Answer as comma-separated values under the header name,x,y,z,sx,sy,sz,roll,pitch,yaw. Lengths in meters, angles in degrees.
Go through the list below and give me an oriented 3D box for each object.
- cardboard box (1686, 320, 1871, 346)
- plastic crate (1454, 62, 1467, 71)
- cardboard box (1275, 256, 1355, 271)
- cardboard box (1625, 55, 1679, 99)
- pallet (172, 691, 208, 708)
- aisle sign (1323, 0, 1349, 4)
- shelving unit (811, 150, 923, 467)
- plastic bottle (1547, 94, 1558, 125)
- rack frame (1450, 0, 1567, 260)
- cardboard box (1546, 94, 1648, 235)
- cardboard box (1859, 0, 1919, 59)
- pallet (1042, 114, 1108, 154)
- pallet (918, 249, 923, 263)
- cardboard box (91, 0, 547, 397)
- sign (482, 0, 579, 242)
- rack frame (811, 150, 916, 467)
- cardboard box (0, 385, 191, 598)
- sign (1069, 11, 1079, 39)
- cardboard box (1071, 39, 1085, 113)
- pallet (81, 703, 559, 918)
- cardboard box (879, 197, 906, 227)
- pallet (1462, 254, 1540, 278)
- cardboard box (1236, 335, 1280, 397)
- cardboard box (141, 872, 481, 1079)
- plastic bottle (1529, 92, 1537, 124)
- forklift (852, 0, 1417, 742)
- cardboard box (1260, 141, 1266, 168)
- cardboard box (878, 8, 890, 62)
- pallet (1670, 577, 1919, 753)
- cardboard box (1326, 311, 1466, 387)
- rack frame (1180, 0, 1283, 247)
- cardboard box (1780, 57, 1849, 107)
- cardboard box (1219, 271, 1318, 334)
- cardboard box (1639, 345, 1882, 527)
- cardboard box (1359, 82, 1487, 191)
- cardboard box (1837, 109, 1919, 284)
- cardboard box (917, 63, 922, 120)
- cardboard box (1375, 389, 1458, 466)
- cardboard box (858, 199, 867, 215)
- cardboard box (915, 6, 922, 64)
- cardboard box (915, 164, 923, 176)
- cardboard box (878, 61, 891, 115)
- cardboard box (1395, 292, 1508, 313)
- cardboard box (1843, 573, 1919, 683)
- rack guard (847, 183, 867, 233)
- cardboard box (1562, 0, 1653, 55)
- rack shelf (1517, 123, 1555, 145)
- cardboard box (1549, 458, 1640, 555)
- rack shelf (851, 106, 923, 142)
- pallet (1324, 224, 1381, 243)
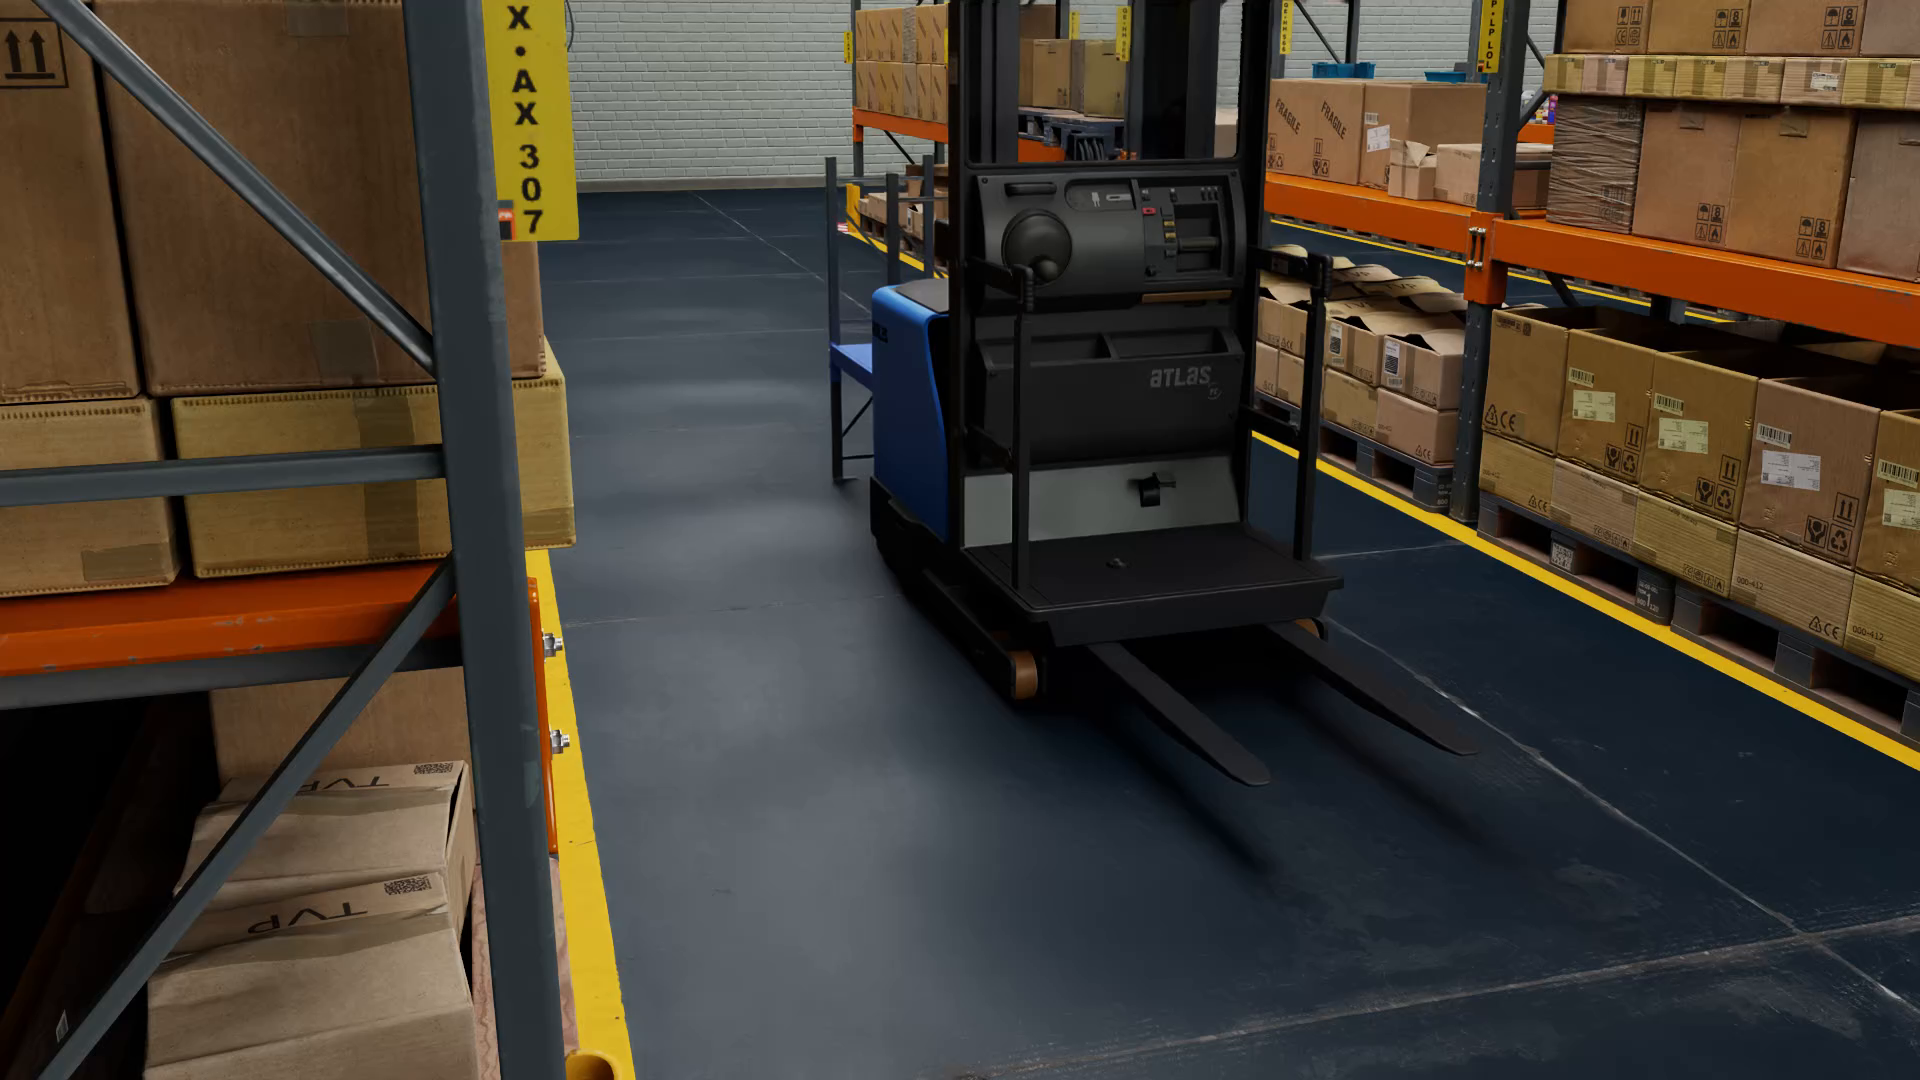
name,x,y,z,sx,sy,sz,roll,pitch,yaw
cardboard box,3.098,-0.549,6.313,0.500,0.500,0.500,-5,17,-15
plastic crate,5.195,-4.486,16.456,0.402,0.464,0.583,-5,17,-15
cardboard box,2.064,-1.547,9.962,0.500,0.311,0.500,-5,17,-16
cardboard box,2.663,-1.684,6.044,0.380,0.149,0.250,-5,17,-17
pallet,-1.910,0.355,5.403,1.003,0.211,1.213,-5,17,-15
aisle sign,4.362,-6.554,19.039,0.394,0.787,0.004,-5,17,-15
shelving unit,-0.297,-0.966,7.560,0.538,1.500,1.048,-5,18,-17
plastic bottle,5.134,-3.723,14.335,0.061,0.283,0.133,-5,17,-15
rack frame,5.199,-4.160,15.586,1.000,3.000,0.127,-5,17,-15
cardboard box,2.762,-1.482,6.497,0.700,0.500,0.500,-5,17,-17
cardboard box,3.176,-1.687,4.924,0.700,0.500,0.500,-5,17,-15
pallet,1.281,-2.753,11.235,1.213,0.211,1.003,-5,17,-15
pallet,0.247,-2.624,15.319,1.003,0.211,1.213,-5,17,-15
cardboard box,-0.871,-0.510,2.358,0.500,0.500,0.500,-5,17,-15
sign,-0.507,-0.515,1.946,0.100,0.325,0.005,-5,17,-15
rack frame,-0.454,-1.105,8.023,0.500,1.500,0.032,-5,18,-17
cardboard box,-1.344,-0.109,2.326,0.500,0.250,0.500,-4,17,-14
sign,0.968,-4.368,14.268,0.100,0.325,0.005,-5,17,-15
cardboard box,1.185,-3.345,11.970,0.700,0.500,0.500,-1,17,-5
pallet,-1.571,0.693,4.278,1.003,0.211,1.213,-5,17,-15
cardboard box,-0.512,-3.320,16.805,0.500,0.250,0.500,-5,17,-15
pallet,5.371,-2.607,15.265,1.003,0.211,1.213,-5,17,-15
cardboard box,1.824,-0.955,8.966,0.500,0.250,0.500,-4,17,-14
cardboard box,-1.132,0.821,2.912,0.500,0.311,0.500,-7,18,-22
plastic bottle,5.066,-3.804,14.627,0.097,0.271,0.097,0,17,0
forklift,0.484,-1.103,5.529,1.130,2.935,3.031,-5,18,-17
cardboard box,1.939,-2.194,9.479,0.380,0.149,0.250,-3,17,-11
cardboard box,-0.512,-4.976,16.391,0.500,0.500,0.500,-4,17,-14
pallet,3.151,0.341,5.451,1.003,0.211,1.213,-5,17,-15
cardboard box,2.098,-0.942,7.948,0.500,0.311,0.500,-4,17,-14
rack frame,1.535,-2.663,10.602,1.000,3.000,0.127,-5,17,-15
cardboard box,2.880,-1.469,5.327,0.380,0.149,0.250,-5,17,-17
cardboard box,1.687,-1.361,9.345,0.500,0.311,0.500,-5,17,-17
cardboard box,2.735,-0.370,5.716,0.500,0.500,0.500,-5,17,-15
cardboard box,2.294,-1.964,8.101,0.500,0.500,0.500,-3,17,-11
cardboard box,3.189,-1.056,5.079,0.700,0.500,0.500,-4,17,-14
cardboard box,-0.092,-4.077,15.138,0.500,0.500,0.500,-4,17,-14
cardboard box,2.241,-0.532,7.559,0.500,0.250,0.500,-5,17,-16
cardboard box,-0.879,-3.578,17.840,0.380,0.149,0.250,-5,17,-15
cardboard box,-0.096,-4.557,14.996,0.500,0.500,0.500,-5,17,-16
cardboard box,-0.278,-3.758,17.829,0.500,0.500,0.500,-5,17,-15
cardboard box,-0.514,-4.498,16.540,0.500,0.500,0.500,-5,17,-15
cardboard box,2.484,-1.125,8.558,0.500,0.311,0.500,-5,18,-17
cardboard box,3.014,0.265,4.904,0.500,0.250,0.500,-5,17,-15
rack guard,-0.643,-3.657,18.259,1.175,0.500,0.348,-5,17,-15
cardboard box,2.762,-2.103,6.311,0.700,0.500,0.500,-5,17,-15
rack shelf,5.749,-3.262,13.848,1.077,0.370,4.000,-5,17,-15
cardboard box,2.602,-0.149,6.285,0.500,0.250,0.500,-5,17,-15
rack shelf,-0.114,-3.978,16.231,1.077,0.370,4.000,-5,17,-15
pallet,4.621,-3.363,17.779,1.003,0.211,1.213,-5,17,-15
